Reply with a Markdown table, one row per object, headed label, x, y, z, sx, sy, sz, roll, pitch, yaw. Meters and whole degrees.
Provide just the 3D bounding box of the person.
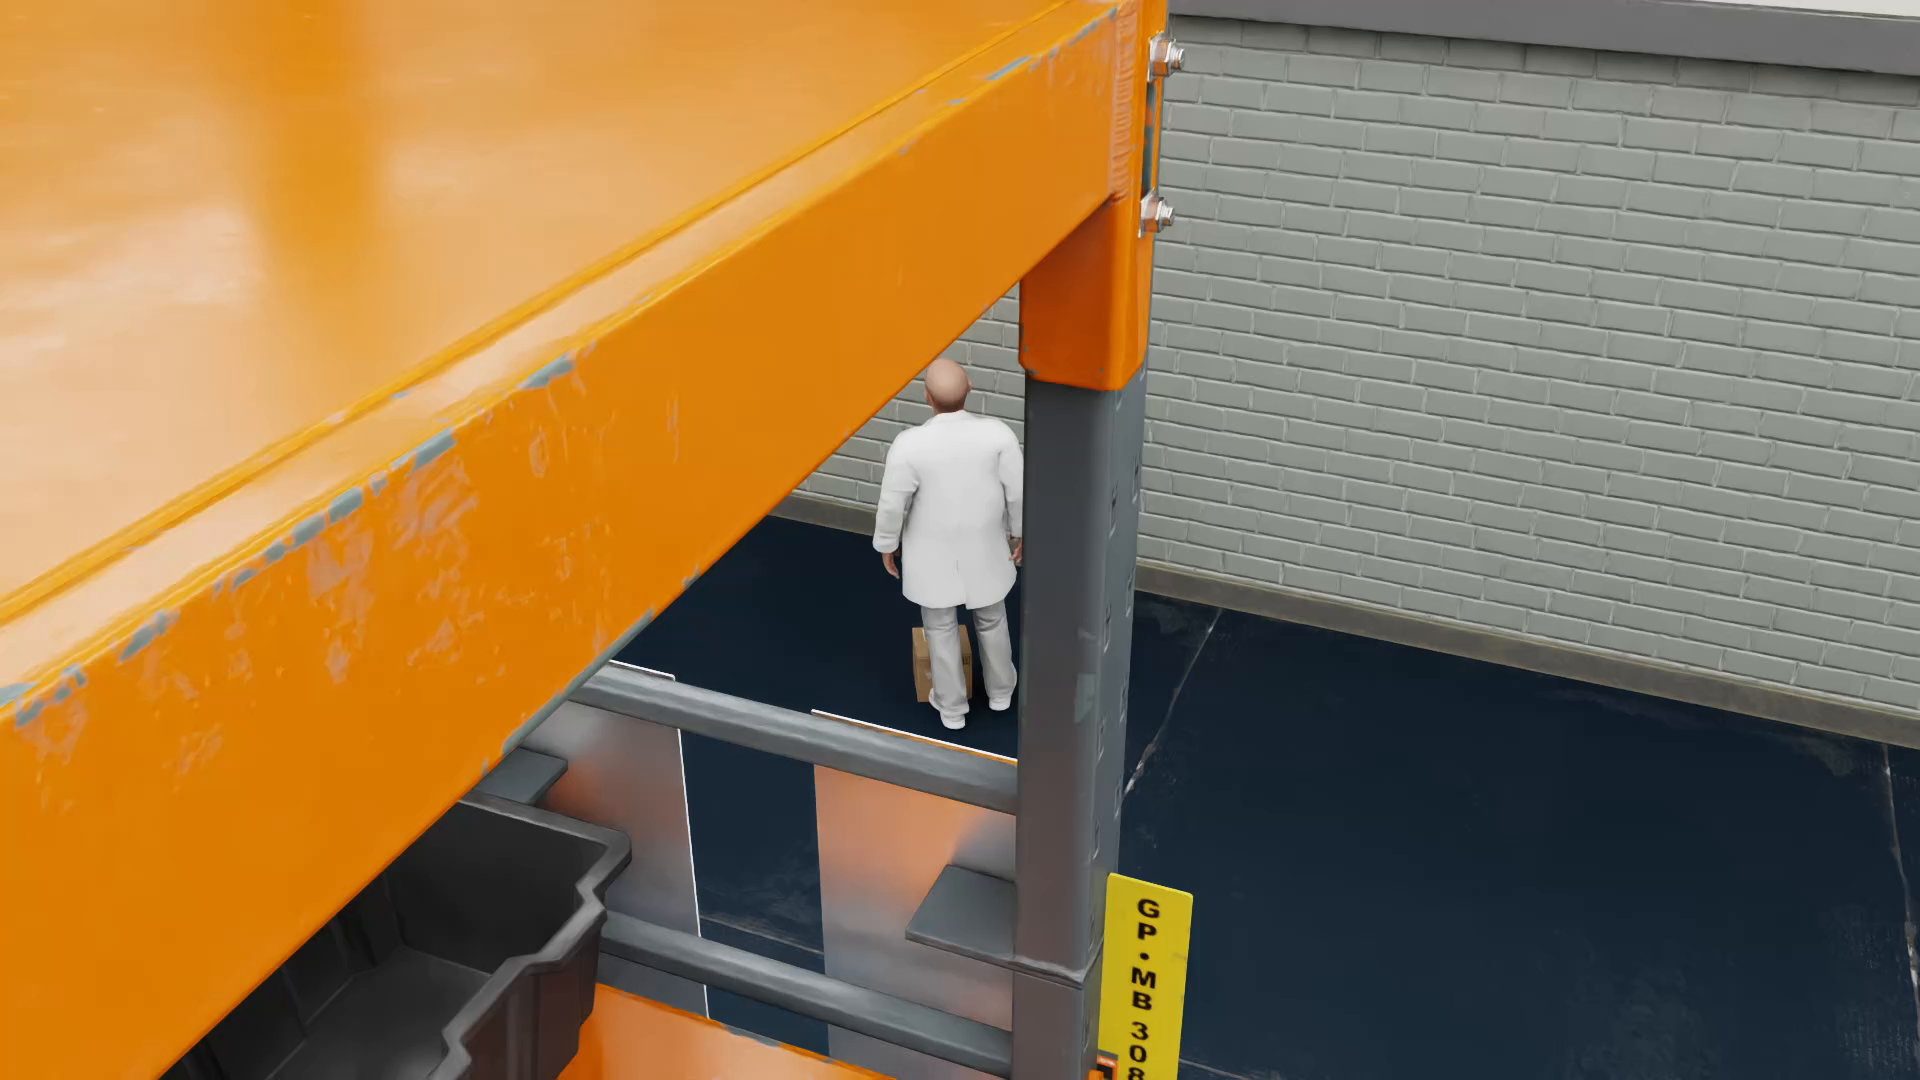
| label | x | y | z | sx | sy | sz | roll | pitch | yaw |
| --- | --- | --- | --- | --- | --- | --- | --- | --- | --- |
| person | -0.032 | 0.026 | 7.174 | 0.694 | 1.683 | 0.580 | -3 | 29 | -6 |
